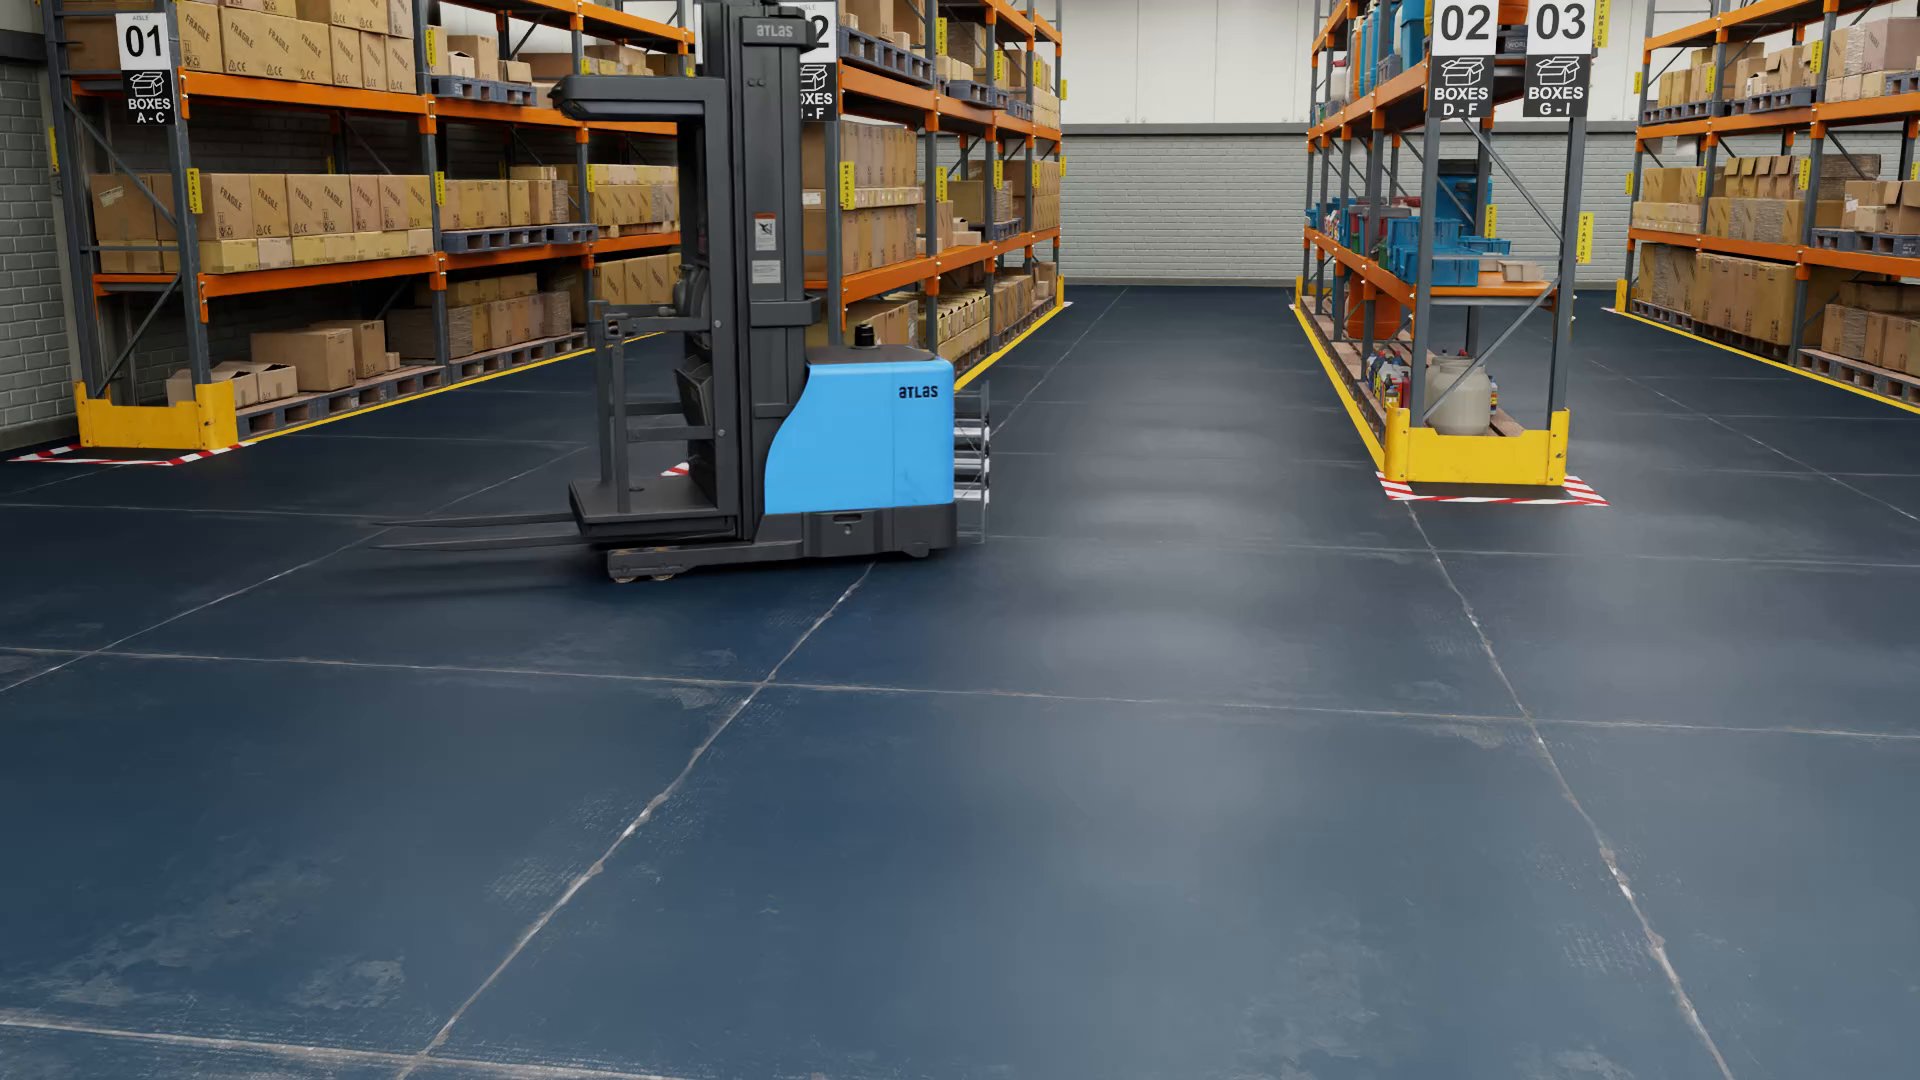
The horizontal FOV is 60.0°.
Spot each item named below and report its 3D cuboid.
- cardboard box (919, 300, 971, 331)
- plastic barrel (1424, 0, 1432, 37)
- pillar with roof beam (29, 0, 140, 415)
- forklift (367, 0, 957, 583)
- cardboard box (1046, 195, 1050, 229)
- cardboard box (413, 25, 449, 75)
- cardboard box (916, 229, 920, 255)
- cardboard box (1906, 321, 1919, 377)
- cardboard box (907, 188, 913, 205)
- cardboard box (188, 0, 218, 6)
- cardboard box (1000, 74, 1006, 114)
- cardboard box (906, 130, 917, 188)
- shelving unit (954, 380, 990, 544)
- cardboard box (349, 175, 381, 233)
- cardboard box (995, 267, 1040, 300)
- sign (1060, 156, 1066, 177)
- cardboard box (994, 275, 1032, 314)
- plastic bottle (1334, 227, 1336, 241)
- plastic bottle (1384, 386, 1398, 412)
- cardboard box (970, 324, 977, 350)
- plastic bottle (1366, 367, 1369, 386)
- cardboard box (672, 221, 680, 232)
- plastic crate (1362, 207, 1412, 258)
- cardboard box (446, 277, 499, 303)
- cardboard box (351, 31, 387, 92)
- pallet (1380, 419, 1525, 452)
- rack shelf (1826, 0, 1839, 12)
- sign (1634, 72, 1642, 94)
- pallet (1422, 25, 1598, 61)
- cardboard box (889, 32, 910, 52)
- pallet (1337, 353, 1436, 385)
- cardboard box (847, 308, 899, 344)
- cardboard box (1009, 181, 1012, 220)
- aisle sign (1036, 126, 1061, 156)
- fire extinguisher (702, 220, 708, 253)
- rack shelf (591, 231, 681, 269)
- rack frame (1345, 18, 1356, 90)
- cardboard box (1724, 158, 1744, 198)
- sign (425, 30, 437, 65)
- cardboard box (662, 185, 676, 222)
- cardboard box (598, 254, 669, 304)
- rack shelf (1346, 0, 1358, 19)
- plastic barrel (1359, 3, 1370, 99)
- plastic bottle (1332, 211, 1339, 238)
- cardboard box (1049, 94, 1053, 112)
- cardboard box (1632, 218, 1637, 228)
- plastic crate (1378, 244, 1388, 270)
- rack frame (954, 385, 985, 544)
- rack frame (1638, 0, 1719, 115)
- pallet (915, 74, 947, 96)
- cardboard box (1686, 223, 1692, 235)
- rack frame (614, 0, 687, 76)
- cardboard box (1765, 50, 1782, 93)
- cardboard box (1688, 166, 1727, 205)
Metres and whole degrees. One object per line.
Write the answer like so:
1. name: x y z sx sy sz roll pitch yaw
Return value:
1. cardboard box: -0.175 -2.396 17.690 0.500 0.311 0.500 2 12 10
2. plastic barrel: 3.608 -3.874 11.785 0.600 0.588 0.600 0 12 0
3. pillar with roof beam: -2.724 -5.157 12.061 9.100 9.000 0.400 2 12 9
4. forklift: -1.593 -1.338 8.745 3.031 2.935 1.130 -4 13 -16
5. cardboard box: 1.089 -4.991 25.294 0.500 0.500 0.500 2 12 8
6. cardboard box: -5.452 -4.854 16.543 0.500 0.500 0.500 4 13 17
7. cardboard box: -0.688 -2.893 16.155 0.500 0.250 0.500 3 12 12
8. cardboard box: 9.275 -1.760 15.429 0.700 0.500 0.500 2 12 8
9. cardboard box: -0.628 -3.059 14.791 0.380 0.149 0.250 2 12 7
10. cardboard box: -5.932 -4.276 12.436 0.500 0.500 0.500 1 12 5
11. cardboard box: 0.087 -5.517 20.615 0.910 0.500 0.500 2 12 9
12. cardboard box: -0.782 -3.453 15.080 0.700 0.500 0.500 2 12 9
13. shelving unit: 0.031 -0.444 9.418 0.258 0.900 0.210 2 12 7
14. cardboard box: -5.542 -3.008 14.862 0.500 0.500 0.500 2 12 7
15. cardboard box: 0.794 -3.914 25.416 0.797 0.503 0.637 2 12 9
16. sign: 1.671 -6.059 26.990 0.100 0.325 0.005 2 12 9
17. cardboard box: 0.718 -3.409 23.081 0.500 0.500 0.500 2 12 8
18. plastic bottle: 4.591 -3.728 20.144 0.097 0.201 0.097 0 12 0
19. plastic bottle: 3.408 -1.112 13.133 0.097 0.201 0.097 0 12 0
20. cardboard box: -0.101 -2.227 18.237 0.500 0.250 0.500 2 12 10
21. plastic bottle: 3.676 -1.475 14.817 0.097 0.201 0.097 0 12 0
22. cardboard box: -4.173 -4.442 23.533 0.380 0.149 0.250 2 12 10
23. plastic crate: 3.946 -2.843 15.415 0.402 0.464 0.583 2 12 9
24. cardboard box: -5.378 -2.736 18.178 0.500 0.250 0.500 2 12 7
25. cardboard box: -5.539 -4.329 15.058 0.500 0.500 0.500 1 12 4
26. pallet: 3.654 -0.692 12.203 1.003 0.211 1.213 2 12 9
27. rack shelf: 9.375 -5.343 15.582 1.077 0.370 4.000 2 12 9
28. sign: 10.366 -6.991 25.428 0.100 0.325 0.005 2 12 9
29. pallet: 3.782 -3.412 11.533 1.003 0.211 1.213 2 12 9
30. cardboard box: -0.636 -4.220 14.102 0.380 0.149 0.250 2 12 9
31. pallet: 4.441 -1.758 17.149 1.003 0.211 1.213 2 12 9
32. cardboard box: -0.800 -1.674 13.893 0.500 0.500 0.500 2 12 9
33. cardboard box: 0.299 -4.412 21.614 0.700 0.500 0.500 -1 12 -6
34. aisle sign: 1.439 -6.636 26.994 0.394 0.787 0.004 2 12 9
35. fire extinguisher: -1.812 -1.983 11.757 0.296 0.674 0.183 2 12 9
36. rack shelf: -4.693 -3.920 22.269 1.077 0.370 4.000 2 12 9
37. rack frame: 4.789 -6.467 18.140 1.000 3.000 0.127 2 12 9
38. cardboard box: 10.208 -4.612 21.157 0.797 0.503 0.637 2 12 7
39. sign: -5.078 -4.726 15.953 0.100 0.325 0.005 2 12 9
40. cardboard box: -4.276 -4.681 23.103 0.500 0.500 0.500 2 12 9
41. cardboard box: -4.490 -3.518 22.801 0.750 0.750 0.750 2 12 10
42. rack shelf: 4.481 -5.503 16.326 1.077 0.370 4.000 2 12 9
43. plastic barrel: 4.239 -4.798 16.327 0.600 0.901 0.708 2 12 9
44. plastic bottle: 4.671 -3.878 20.484 0.144 0.351 0.185 2 12 9
45. cardboard box: 1.141 -6.675 25.395 0.500 0.250 0.500 2 12 9
46. cardboard box: 10.533 -4.853 25.488 0.380 0.149 0.250 2 12 9
47. plastic crate: 3.686 -2.324 13.662 0.450 0.188 0.662 2 12 9
48. rack frame: 0.018 -0.423 9.319 0.240 0.900 0.006 2 12 7
49. rack frame: 10.913 -7.972 25.123 1.000 3.000 0.127 2 12 9
50. pallet: -0.597 -4.420 16.215 0.805 0.209 1.217 1 12 6
51. cardboard box: 10.061 -4.211 22.511 0.380 0.149 0.250 2 12 10
52. rack frame: -4.385 -7.620 23.493 1.000 3.000 0.127 2 12 9
53. cardboard box: 9.976 -5.522 19.633 0.797 0.503 0.637 2 12 8
54. cardboard box: 10.105 -4.749 22.281 0.500 0.500 0.500 2 12 10
